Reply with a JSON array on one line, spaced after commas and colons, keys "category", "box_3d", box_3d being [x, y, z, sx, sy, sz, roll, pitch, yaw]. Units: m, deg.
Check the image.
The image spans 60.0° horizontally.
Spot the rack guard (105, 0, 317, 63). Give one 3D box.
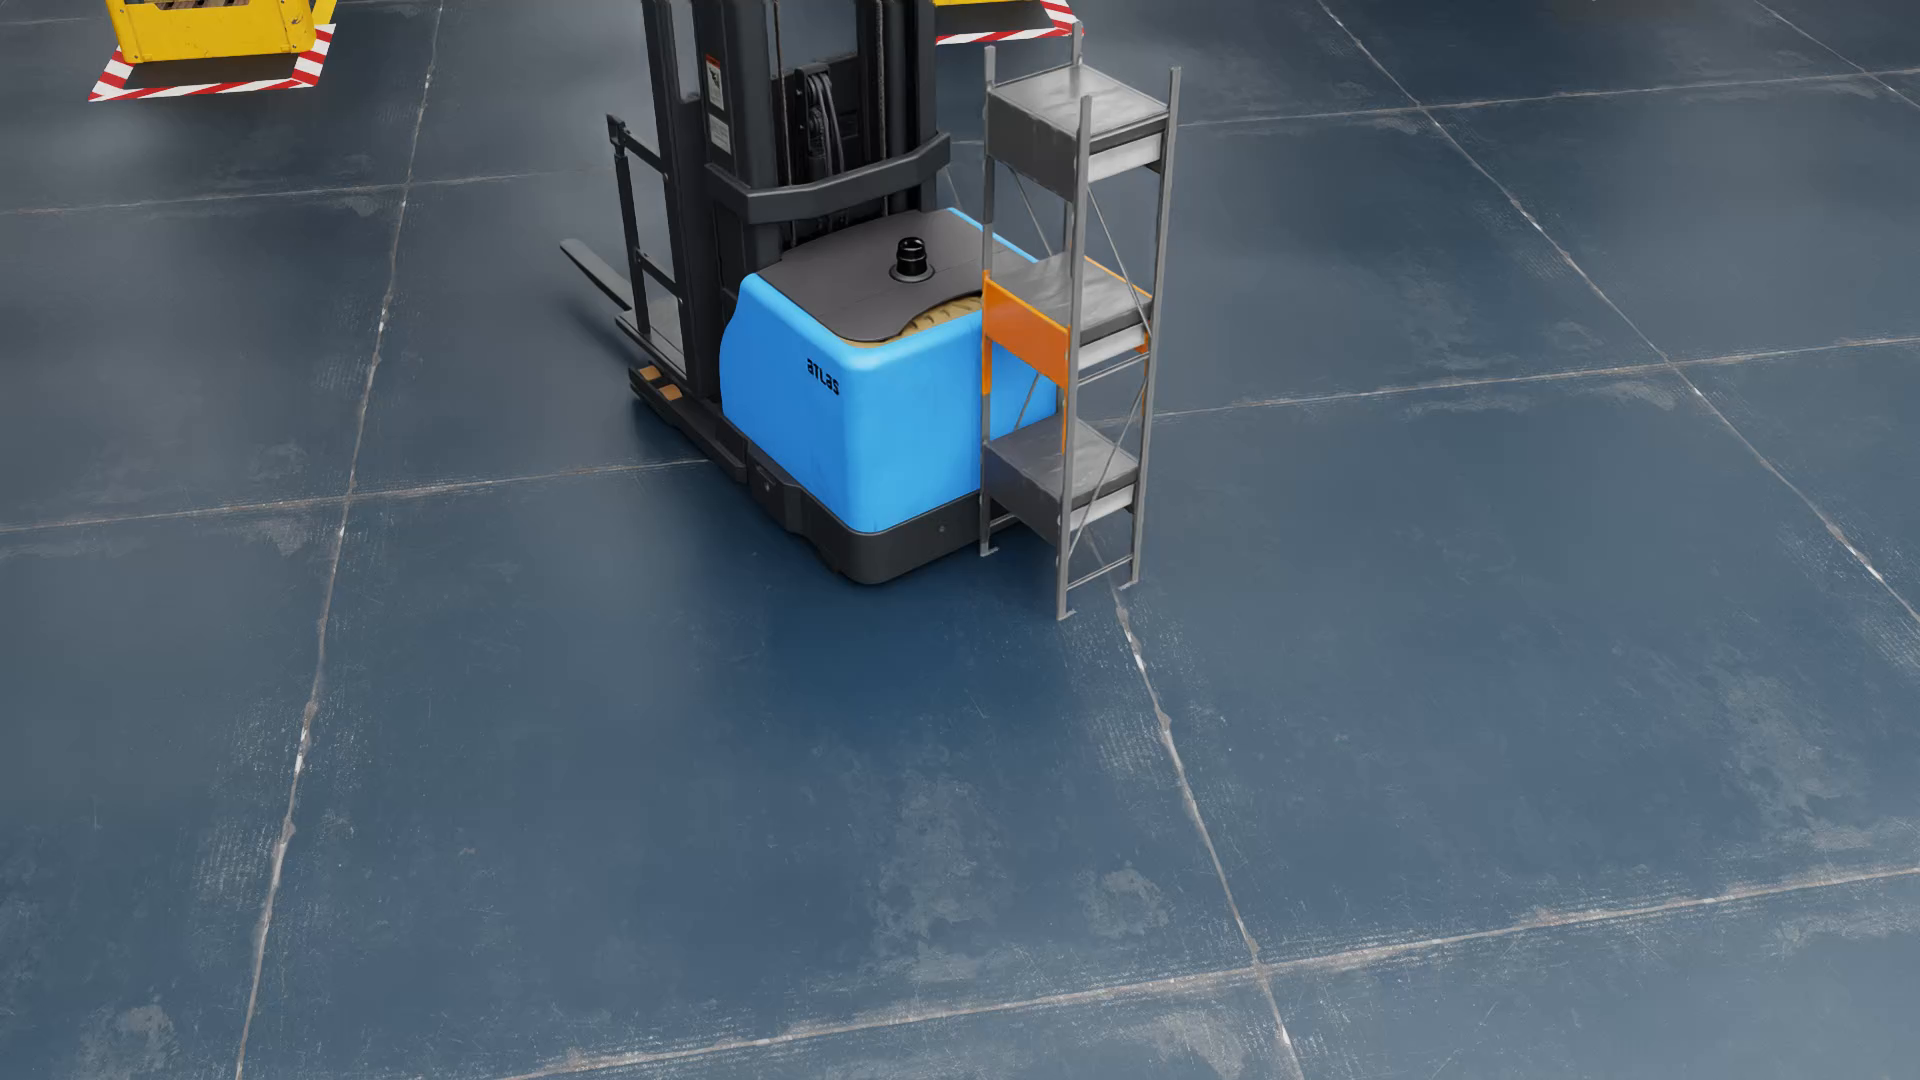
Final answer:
[{"category": "rack guard", "box_3d": [-4.839, -3.424, 10.750, 1.175, 0.500, 0.348, -6, 38, -8]}]

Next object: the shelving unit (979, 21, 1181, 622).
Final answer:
[{"category": "shelving unit", "box_3d": [0.388, -0.712, 5.955, 0.431, 2.100, 0.503, -24, 44, -28]}]

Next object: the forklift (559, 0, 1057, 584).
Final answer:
[{"category": "forklift", "box_3d": [-0.839, -1.843, 6.733, 1.130, 2.935, 3.031, -24, 44, -28]}]

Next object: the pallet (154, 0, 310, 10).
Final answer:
[{"category": "pallet", "box_3d": [-5.019, -3.782, 11.446, 1.003, 0.211, 1.213, -6, 38, -8]}]

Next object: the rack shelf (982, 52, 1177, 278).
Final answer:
[{"category": "rack shelf", "box_3d": [0.388, -1.254, 5.534, 0.431, 0.518, 0.480, -24, 44, -28]}]

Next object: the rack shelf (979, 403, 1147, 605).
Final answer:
[{"category": "rack shelf", "box_3d": [0.388, -0.148, 6.393, 0.431, 0.518, 0.480, -24, 44, -28]}]

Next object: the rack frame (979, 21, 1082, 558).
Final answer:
[{"category": "rack frame", "box_3d": [0.244, -0.833, 6.110, 0.400, 2.100, 0.015, -24, 44, -28]}]

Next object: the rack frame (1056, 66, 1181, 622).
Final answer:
[{"category": "rack frame", "box_3d": [0.533, -0.591, 5.800, 0.400, 2.100, 0.015, -24, 44, -28]}]

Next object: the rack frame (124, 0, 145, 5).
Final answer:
[{"category": "rack frame", "box_3d": [-4.844, -4.426, 10.002, 1.000, 3.000, 0.127, -6, 38, -8]}]

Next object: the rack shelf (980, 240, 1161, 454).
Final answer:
[{"category": "rack shelf", "box_3d": [0.388, -0.701, 5.963, 0.431, 0.518, 0.480, -24, 44, -28]}]

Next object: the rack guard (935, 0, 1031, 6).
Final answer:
[{"category": "rack guard", "box_3d": [-0.026, -4.010, 11.504, 1.175, 0.500, 0.348, -6, 38, -8]}]

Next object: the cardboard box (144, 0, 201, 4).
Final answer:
[{"category": "cardboard box", "box_3d": [-5.229, -3.798, 11.093, 0.500, 0.250, 0.500, -6, 38, -8]}]
